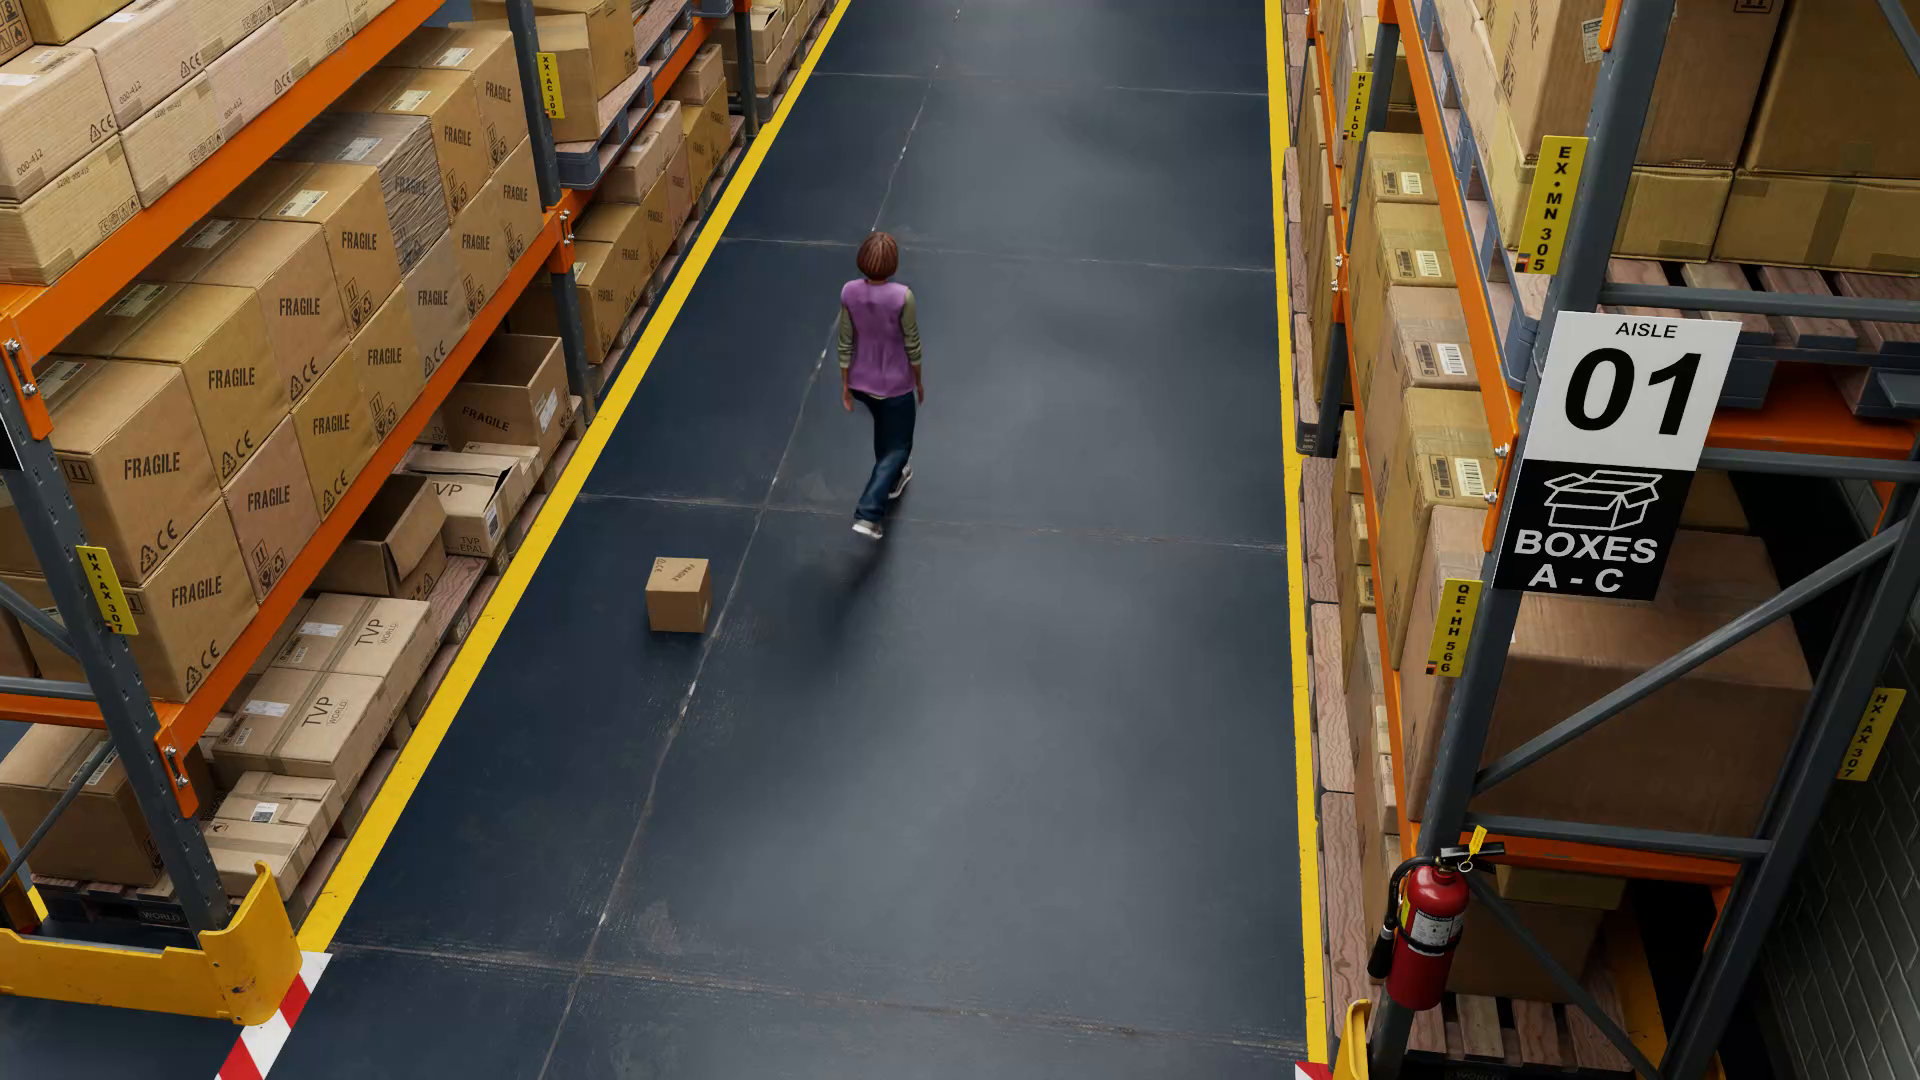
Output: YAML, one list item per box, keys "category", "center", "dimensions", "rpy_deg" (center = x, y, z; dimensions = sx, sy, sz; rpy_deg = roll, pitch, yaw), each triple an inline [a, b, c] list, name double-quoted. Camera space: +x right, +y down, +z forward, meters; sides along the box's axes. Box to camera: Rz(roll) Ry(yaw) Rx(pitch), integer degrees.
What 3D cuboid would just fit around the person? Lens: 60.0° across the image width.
- category: "person"
  center: [-0.396, -0.743, 8.032]
  dimensions: [0.406, 1.558, 0.859]
  rpy_deg: [14, 39, 18]
